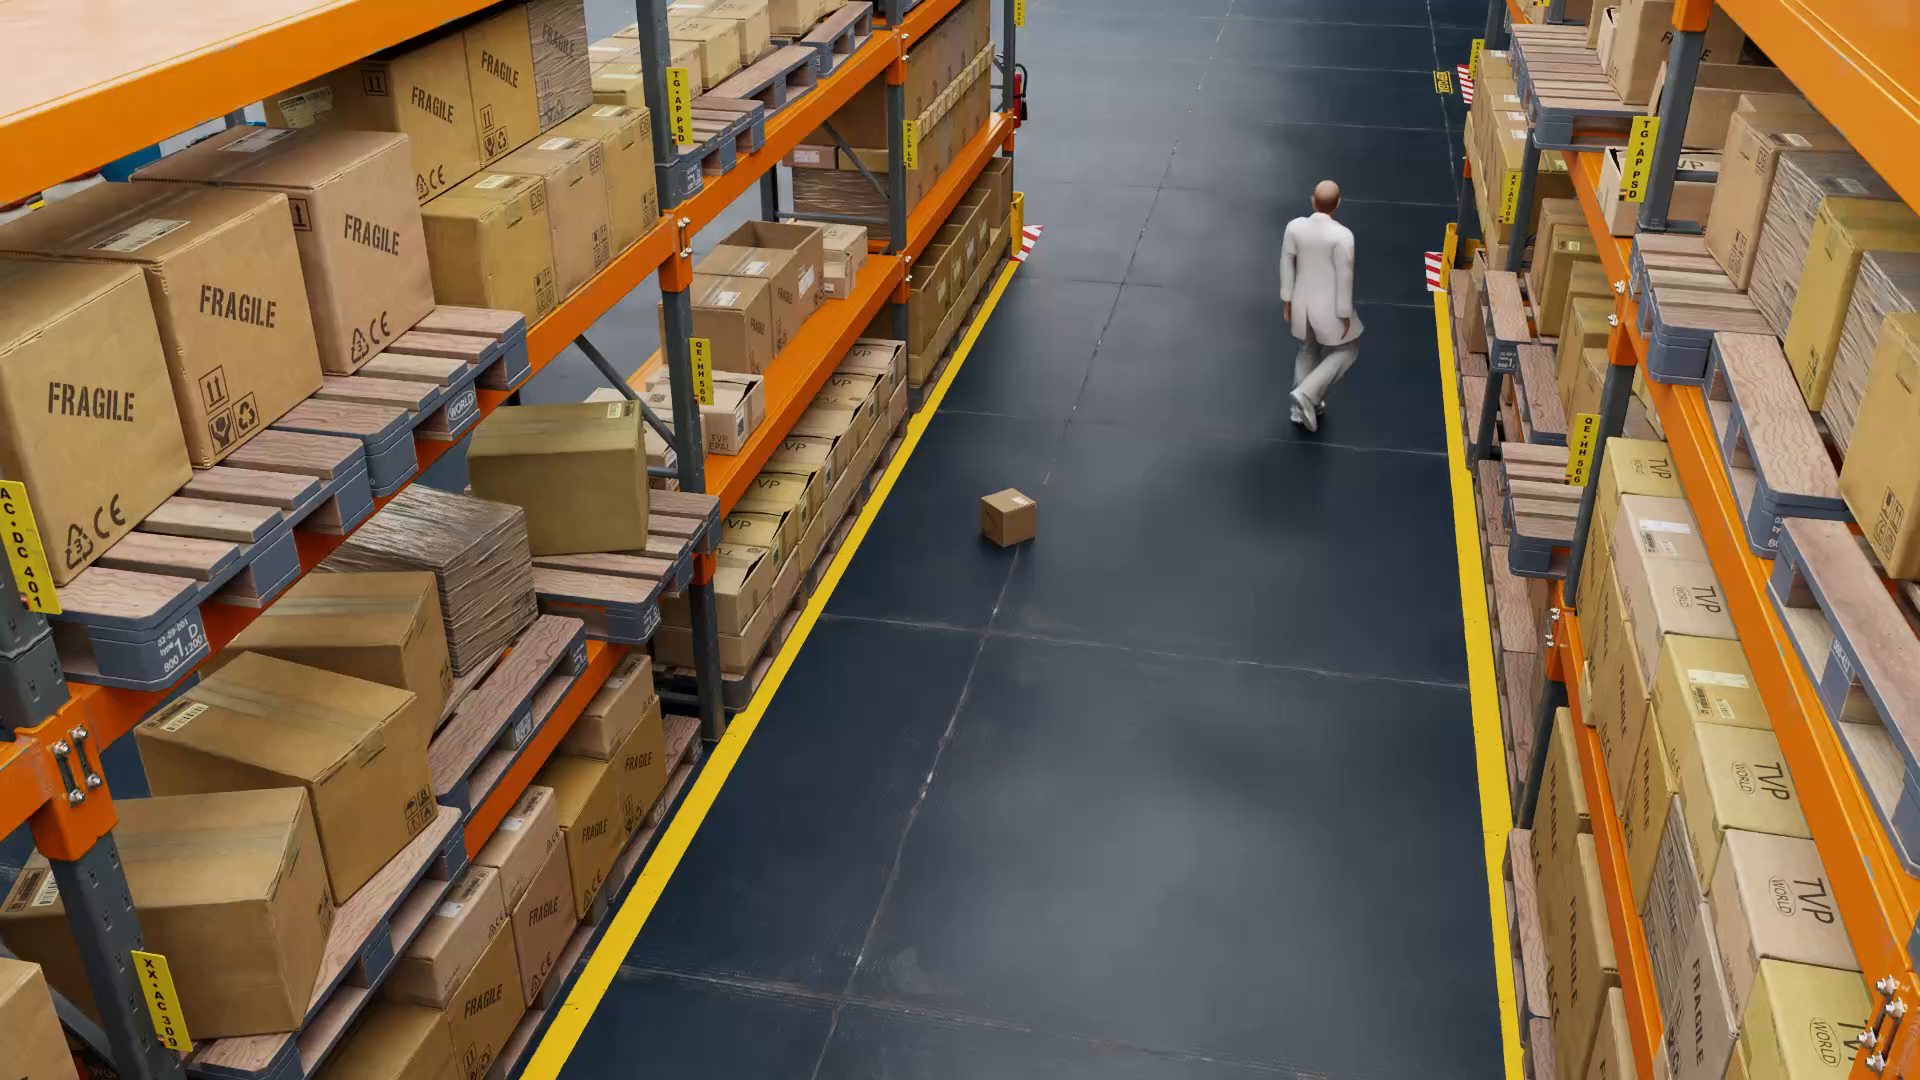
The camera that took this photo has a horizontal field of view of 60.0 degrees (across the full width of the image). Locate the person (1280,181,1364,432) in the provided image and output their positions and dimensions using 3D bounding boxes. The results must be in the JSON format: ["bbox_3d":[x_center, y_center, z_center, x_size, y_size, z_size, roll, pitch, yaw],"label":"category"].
[{"bbox_3d":[2.512,-1.628,11.610,0.578,1.777,0.602,-24,37,-37],"label":"person"}]
